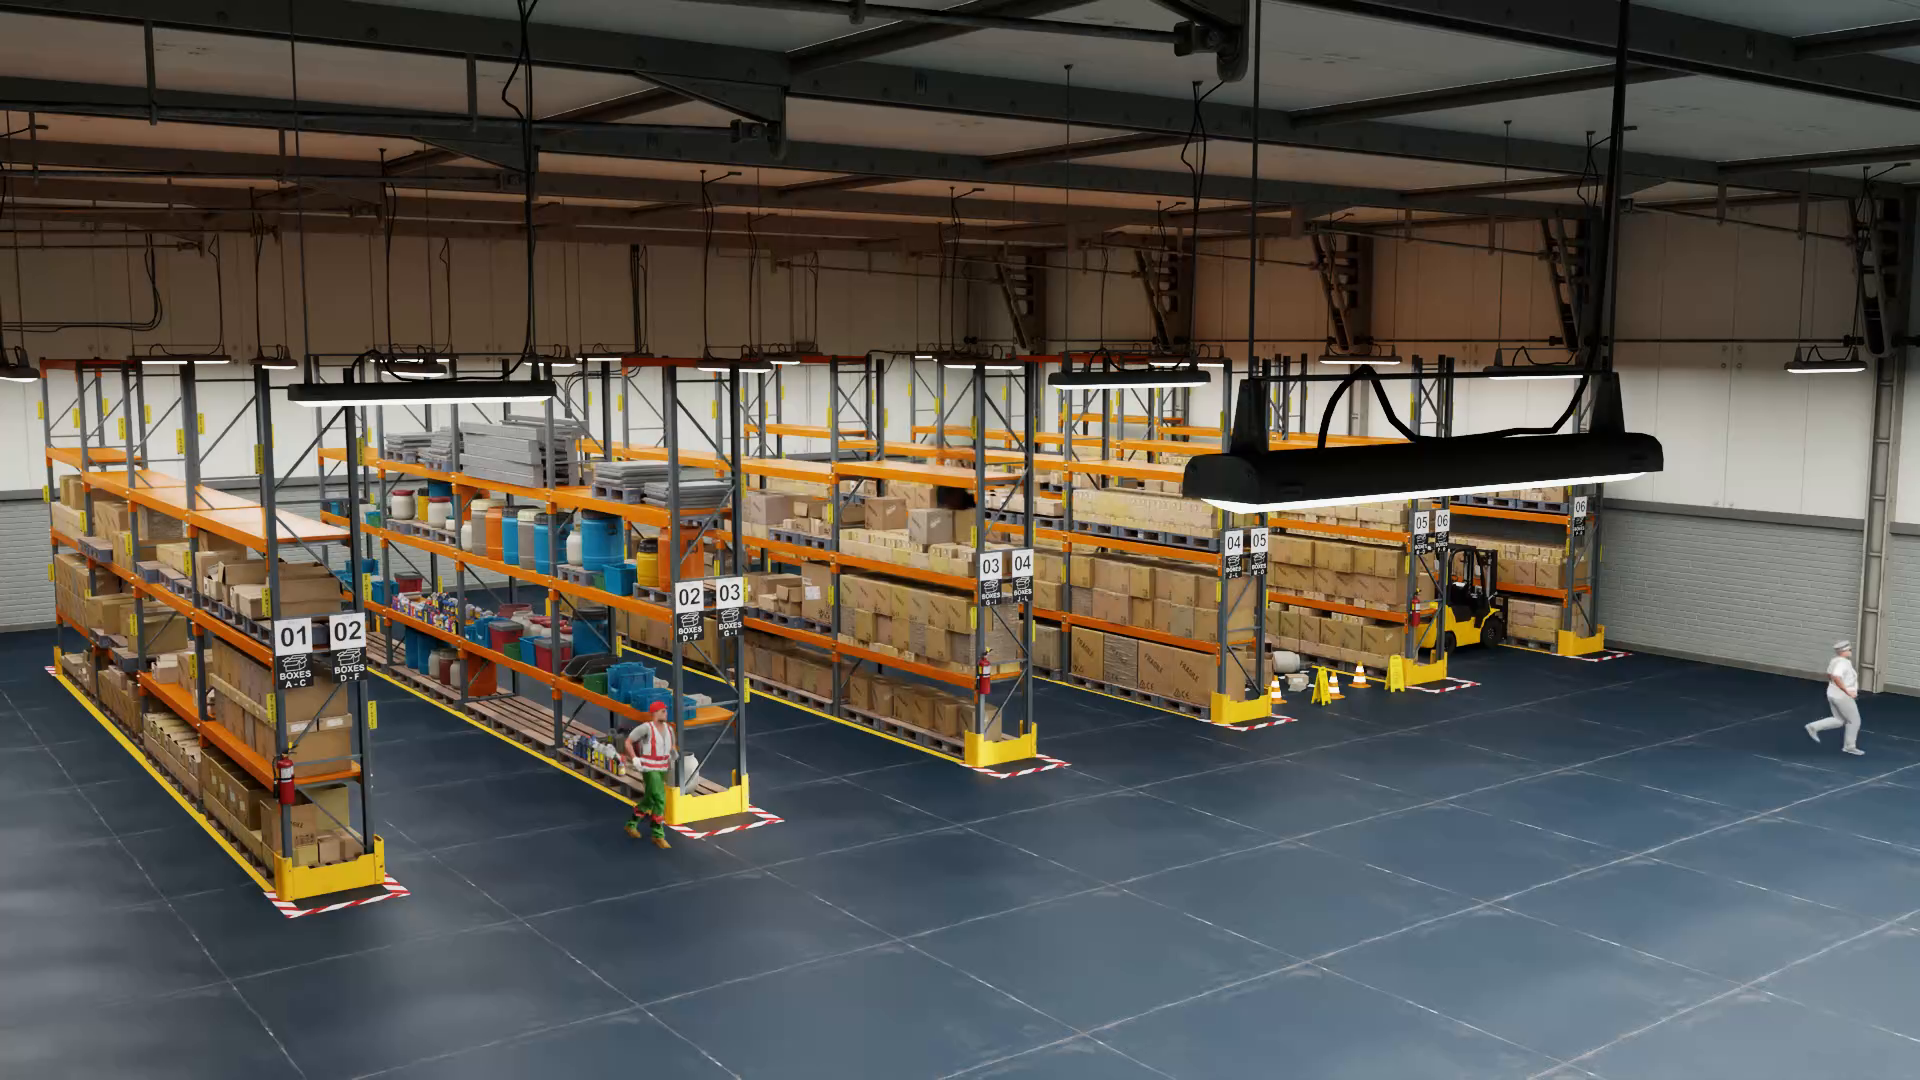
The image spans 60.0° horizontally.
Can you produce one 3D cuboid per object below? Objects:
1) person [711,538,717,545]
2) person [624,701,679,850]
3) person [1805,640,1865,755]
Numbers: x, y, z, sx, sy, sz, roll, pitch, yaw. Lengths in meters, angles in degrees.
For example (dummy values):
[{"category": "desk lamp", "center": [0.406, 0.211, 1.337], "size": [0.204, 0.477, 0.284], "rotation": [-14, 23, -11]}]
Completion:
[{"category": "person", "center": [-5.998, 0.688, 40.551], "size": [0.611, 1.609, 0.689], "rotation": [3, 8, 24]}, {"category": "person", "center": [-3.863, 2.936, 21.047], "size": [0.776, 1.816, 0.663], "rotation": [3, 8, 26]}, {"category": "person", "center": [13.499, 2.416, 25.543], "size": [0.843, 1.771, 0.663], "rotation": [1, 7, 9]}]
